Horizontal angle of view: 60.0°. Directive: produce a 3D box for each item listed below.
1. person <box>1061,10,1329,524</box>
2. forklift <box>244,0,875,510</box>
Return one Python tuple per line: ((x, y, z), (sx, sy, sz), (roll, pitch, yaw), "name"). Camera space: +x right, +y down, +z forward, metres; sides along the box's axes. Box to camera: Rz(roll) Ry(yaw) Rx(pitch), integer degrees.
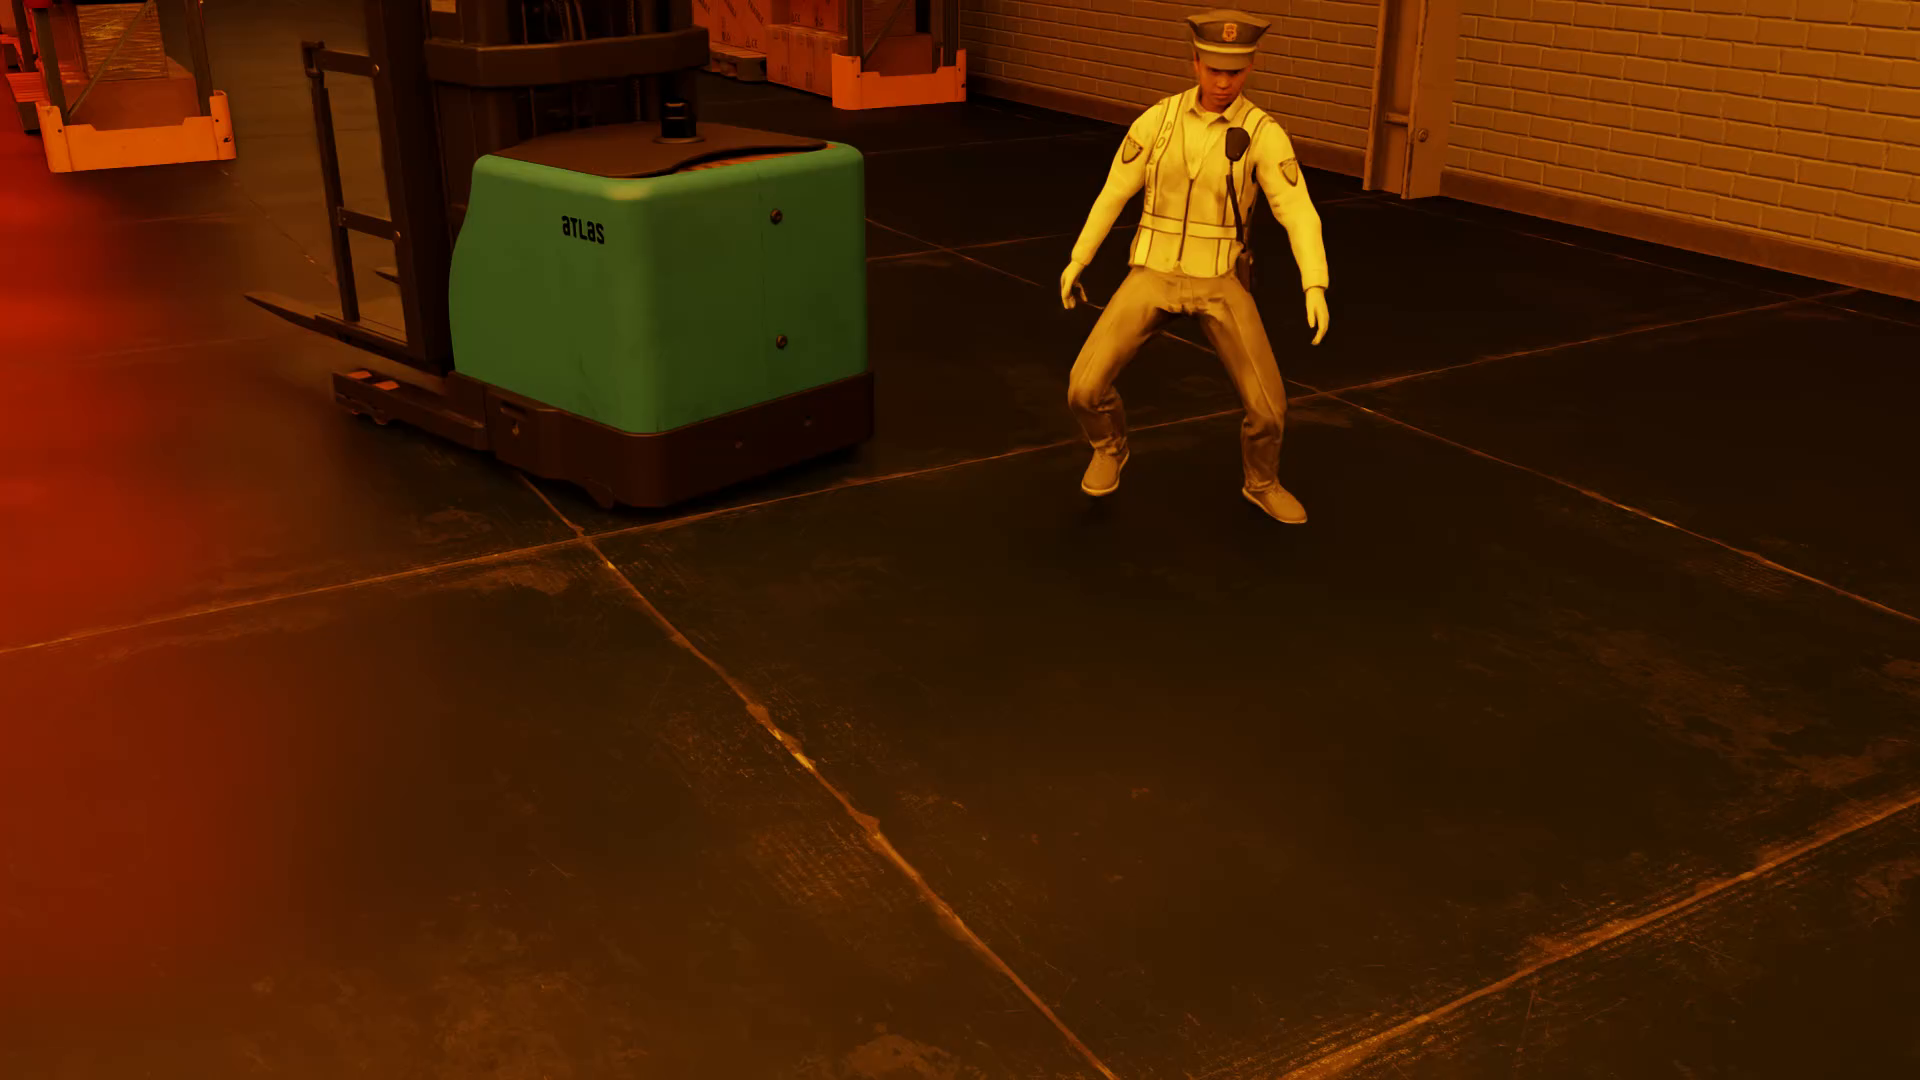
((0.710, -0.779, 5.031), (0.856, 1.557, 0.573), (9, 24, 20), "person")
((-1.726, -1.907, 5.922), (3.031, 2.935, 1.130), (19, 29, 39), "forklift")
